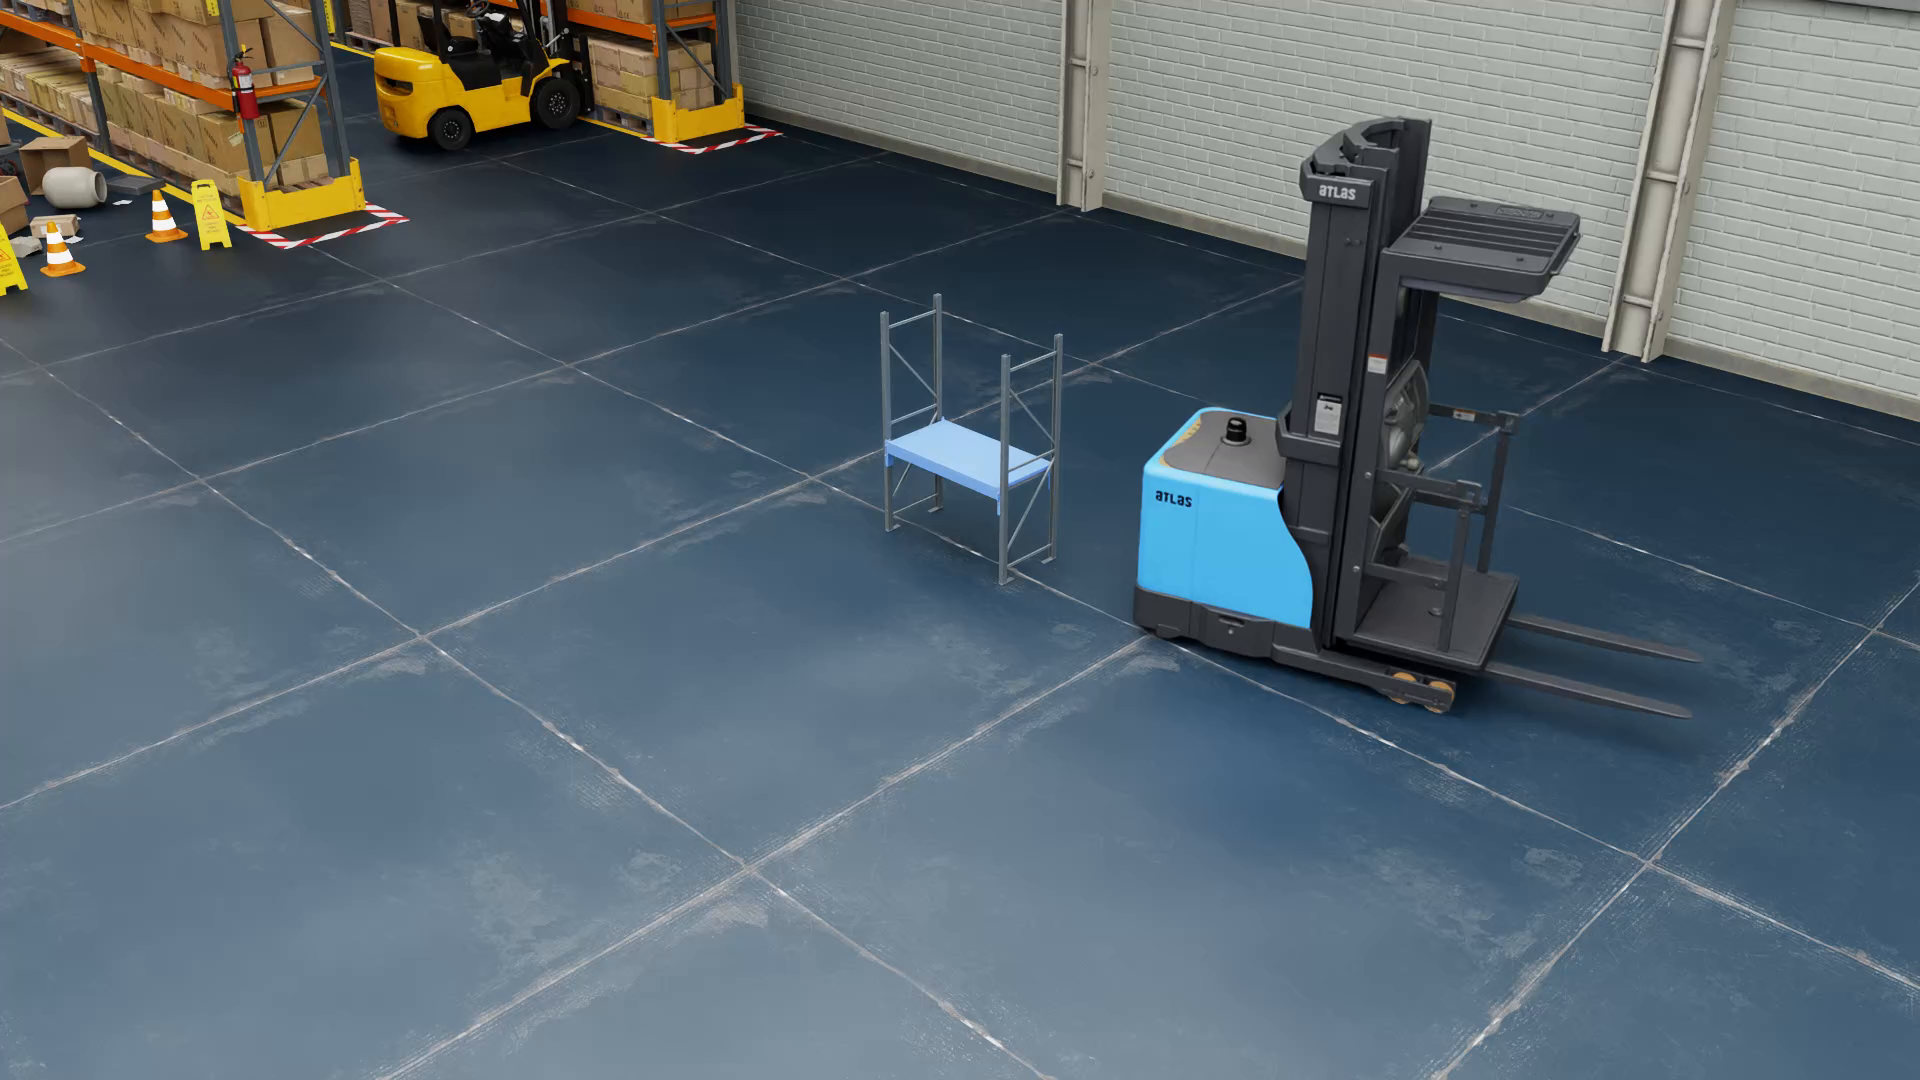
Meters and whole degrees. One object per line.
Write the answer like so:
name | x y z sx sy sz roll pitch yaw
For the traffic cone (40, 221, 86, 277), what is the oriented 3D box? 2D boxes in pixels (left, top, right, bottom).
traffic cone | -8.382 -2.728 15.435 0.334 0.463 0.336 25 36 38

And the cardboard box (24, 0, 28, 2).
cardboard box | -10.765 -6.412 19.533 0.250 0.149 0.380 25 36 38

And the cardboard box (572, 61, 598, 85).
cardboard box | -4.457 -5.841 20.594 0.500 0.250 0.500 24 36 37

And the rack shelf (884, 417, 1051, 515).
rack shelf | 0.061 -0.477 10.425 1.000 0.185 0.538 25 36 38

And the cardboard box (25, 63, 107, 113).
cardboard box | -10.875 -5.576 20.497 0.950 0.372 0.625 -24 36 -38

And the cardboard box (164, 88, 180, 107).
cardboard box | -8.062 -4.648 17.360 0.380 0.149 0.250 -23 36 -37

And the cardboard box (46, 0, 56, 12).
cardboard box | -10.224 -6.166 19.066 0.250 0.149 0.380 23 36 37

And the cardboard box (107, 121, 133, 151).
cardboard box | -9.256 -4.610 18.791 0.500 0.250 0.500 23 35 36

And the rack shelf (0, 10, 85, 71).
rack shelf | -10.914 -6.257 20.194 4.000 0.370 1.077 25 36 38

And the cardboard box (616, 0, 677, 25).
cardboard box | -3.693 -6.384 19.554 0.500 0.500 0.500 24 36 37

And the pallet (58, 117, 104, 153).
pallet | -10.044 -4.943 19.916 1.213 0.211 1.003 25 36 38

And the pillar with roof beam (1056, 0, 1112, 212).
pillar with roof beam | -1.762 -6.062 12.603 0.400 9.000 9.100 25 36 38

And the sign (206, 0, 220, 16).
sign | -7.039 -5.093 15.622 0.005 0.325 0.100 25 36 38

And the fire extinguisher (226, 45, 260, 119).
fire extinguisher | -6.877 -4.394 15.959 0.183 0.674 0.296 25 36 38

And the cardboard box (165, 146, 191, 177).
cardboard box | -8.141 -4.102 17.825 0.500 0.250 0.500 23 35 37

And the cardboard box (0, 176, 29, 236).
cardboard box | -9.663 -3.246 16.376 0.637 0.503 0.797 2 28 4

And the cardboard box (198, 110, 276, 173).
cardboard box | -7.389 -4.094 17.003 0.500 0.500 0.500 25 37 39

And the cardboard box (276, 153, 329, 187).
cardboard box | -7.017 -3.942 17.520 0.500 0.250 0.500 24 36 38

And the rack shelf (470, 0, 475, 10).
rack shelf | -7.436 -7.906 23.329 4.000 0.370 1.077 25 36 38

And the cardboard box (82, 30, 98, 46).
cardboard box | -9.488 -5.603 18.446 0.250 0.149 0.380 24 36 38

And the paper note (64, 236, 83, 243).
paper note | -8.705 -2.952 16.324 0.142 0.019 0.148 12 30 22

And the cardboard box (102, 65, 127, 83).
cardboard box | -9.209 -5.168 18.350 0.380 0.149 0.250 -25 36 -38

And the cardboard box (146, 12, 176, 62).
cardboard box | -7.924 -5.209 17.000 0.500 0.500 0.500 24 36 38

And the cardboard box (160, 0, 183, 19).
cardboard box | -7.508 -5.498 16.476 0.700 0.500 0.500 -25 37 -39

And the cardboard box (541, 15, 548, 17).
cardboard box | -5.152 -6.726 21.742 0.500 0.250 0.500 24 36 38

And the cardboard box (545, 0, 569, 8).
cardboard box | -4.788 -6.884 20.505 0.500 0.500 0.500 25 37 39

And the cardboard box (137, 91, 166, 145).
cardboard box | -8.498 -4.601 17.969 0.500 0.500 0.500 -23 35 -37

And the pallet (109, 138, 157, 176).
pallet | -8.984 -4.482 19.040 1.213 0.211 1.003 25 36 38

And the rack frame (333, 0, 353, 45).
rack frame | -8.863 -8.877 24.402 0.127 3.000 1.000 25 36 38

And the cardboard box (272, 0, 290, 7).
cardboard box | -7.150 -5.209 16.999 0.500 0.500 0.500 -24 36 -38

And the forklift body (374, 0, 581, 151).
forklift body | -5.789 -5.904 19.661 1.214 2.155 2.313 25 36 38

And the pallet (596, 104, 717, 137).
pallet | -3.733 -5.268 20.535 1.213 0.211 1.003 25 36 38

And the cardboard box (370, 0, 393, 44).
cardboard box | -7.956 -7.593 24.061 0.875 0.625 0.625 -24 36 -38

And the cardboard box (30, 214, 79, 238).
cardboard box | -8.986 -3.113 16.505 0.380 0.149 0.250 -7 29 -14

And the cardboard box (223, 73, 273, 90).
cardboard box | -7.052 -4.558 16.459 0.380 0.149 0.250 -24 36 -38

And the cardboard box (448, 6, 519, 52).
cardboard box | -6.390 -6.873 22.692 0.875 0.625 0.625 -23 36 -37

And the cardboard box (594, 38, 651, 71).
cardboard box | -4.073 -5.889 20.150 0.500 0.250 0.500 -25 36 -38

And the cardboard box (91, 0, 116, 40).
cardboard box | -8.995 -5.707 17.947 0.500 0.500 0.500 24 36 38

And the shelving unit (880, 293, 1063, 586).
shelving unit | 0.061 -0.636 10.341 1.048 1.500 0.538 25 36 38

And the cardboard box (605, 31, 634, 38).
cardboard box | -4.076 -6.226 20.790 0.500 0.250 0.500 24 36 38

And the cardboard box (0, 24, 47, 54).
cardboard box | -12.774 -6.727 22.145 0.875 0.875 0.875 24 36 38

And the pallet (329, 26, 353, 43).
pallet | -9.368 -7.899 25.539 1.213 0.211 1.003 25 36 38

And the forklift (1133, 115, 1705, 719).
forklift | 2.559 -0.648 8.827 3.031 2.935 1.130 14 31 24

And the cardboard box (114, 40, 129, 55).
cardboard box | -8.909 -5.369 18.001 0.380 0.149 0.250 -24 36 -38

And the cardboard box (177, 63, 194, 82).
cardboard box | -7.683 -4.769 16.859 0.380 0.149 0.250 -25 36 -38

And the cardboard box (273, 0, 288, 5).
cardboard box | -10.423 -8.523 25.964 0.500 0.500 0.500 23 35 37

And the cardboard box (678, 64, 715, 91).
cardboard box | -3.348 -5.679 20.287 0.500 0.250 0.500 -25 36 -38

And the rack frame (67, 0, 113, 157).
rack frame | -9.488 -5.923 18.785 0.127 3.000 1.000 25 36 38

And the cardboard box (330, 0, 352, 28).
cardboard box | -9.315 -8.023 25.013 0.500 0.500 0.500 -24 36 -38

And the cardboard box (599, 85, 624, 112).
cardboard box | -4.063 -5.449 20.387 0.500 0.250 0.500 25 36 38

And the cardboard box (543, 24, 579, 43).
cardboard box | -5.165 -6.392 21.106 0.500 0.250 0.500 -24 36 -38

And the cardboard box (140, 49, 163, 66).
cardboard box | -8.383 -5.109 17.507 0.250 0.149 0.380 24 36 38
